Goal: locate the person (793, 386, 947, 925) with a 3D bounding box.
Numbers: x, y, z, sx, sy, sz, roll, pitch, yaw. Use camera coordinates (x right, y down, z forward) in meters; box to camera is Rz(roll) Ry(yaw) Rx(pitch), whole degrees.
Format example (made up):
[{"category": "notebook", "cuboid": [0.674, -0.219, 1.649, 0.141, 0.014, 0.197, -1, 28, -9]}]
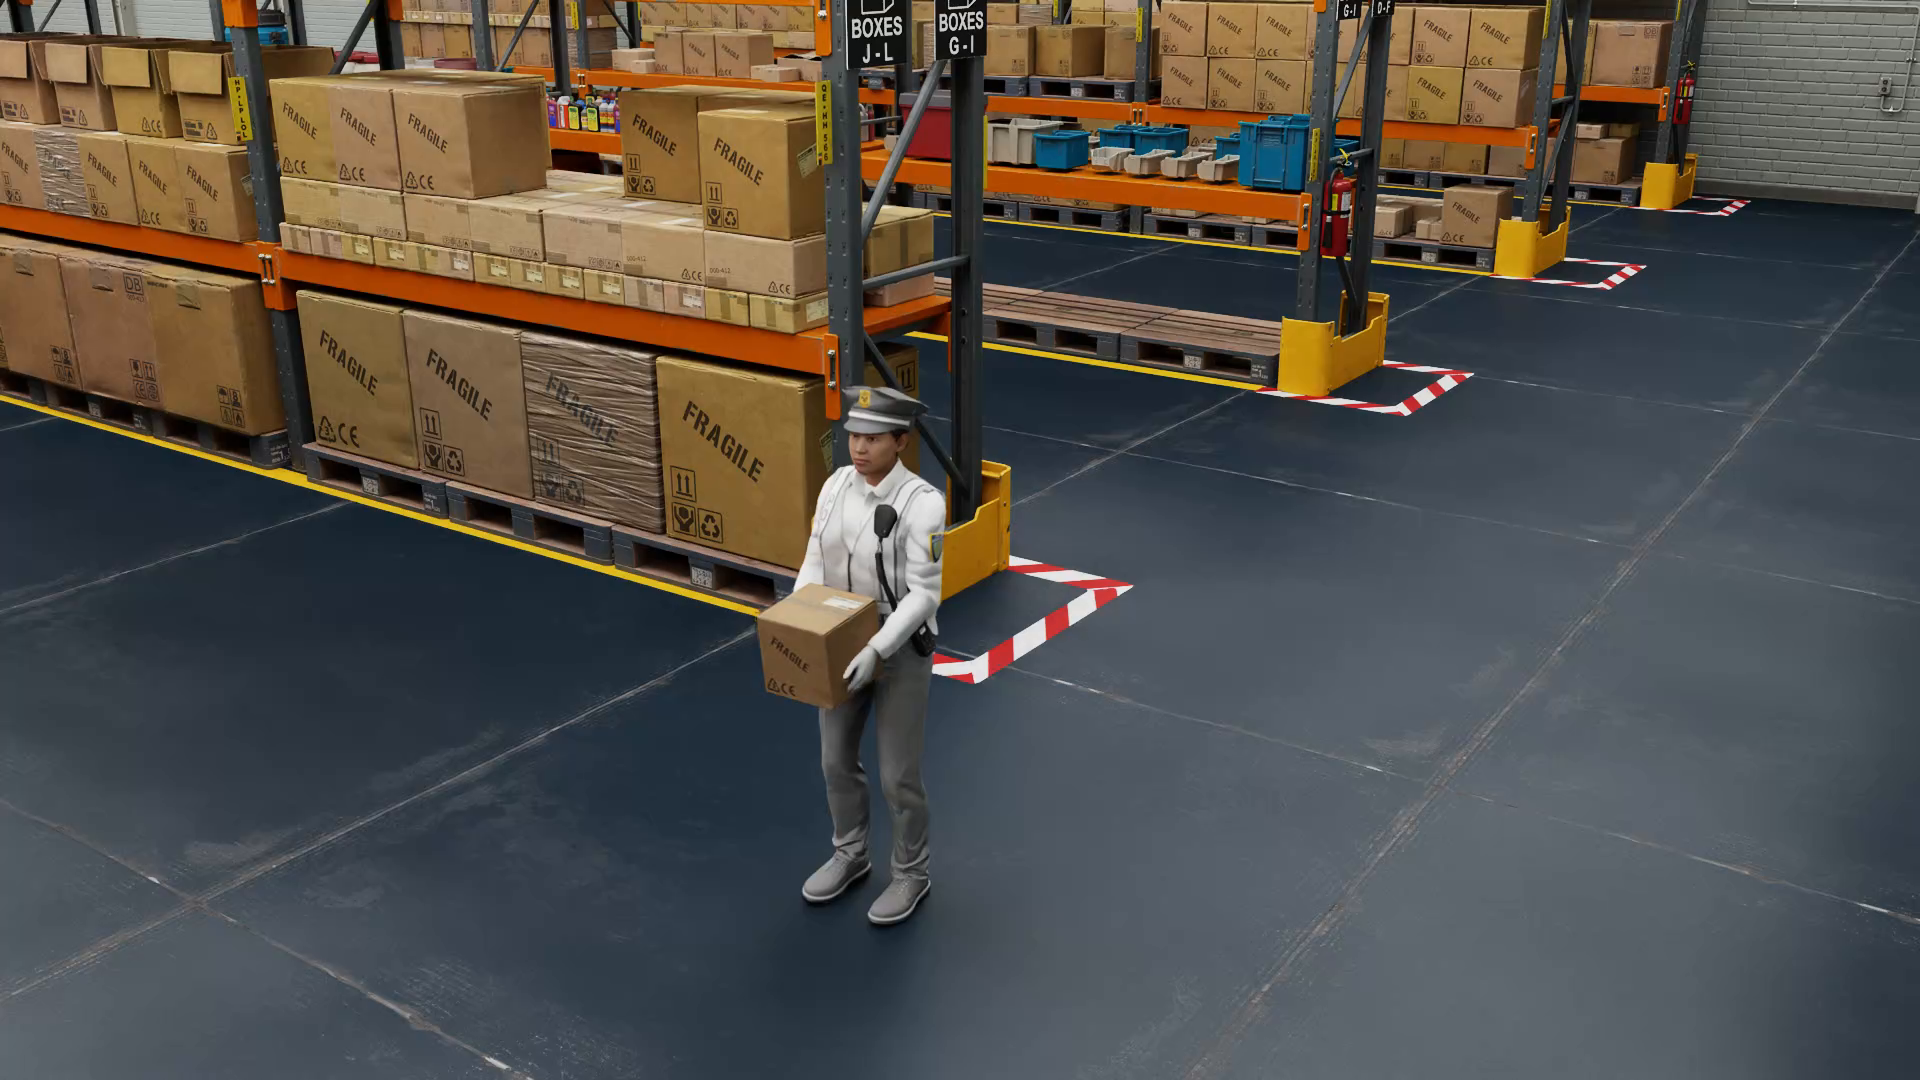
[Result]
[{"category": "person", "cuboid": [-0.298, 0.359, 5.037, 0.486, 1.692, 0.504, 13, 24, 32]}]
